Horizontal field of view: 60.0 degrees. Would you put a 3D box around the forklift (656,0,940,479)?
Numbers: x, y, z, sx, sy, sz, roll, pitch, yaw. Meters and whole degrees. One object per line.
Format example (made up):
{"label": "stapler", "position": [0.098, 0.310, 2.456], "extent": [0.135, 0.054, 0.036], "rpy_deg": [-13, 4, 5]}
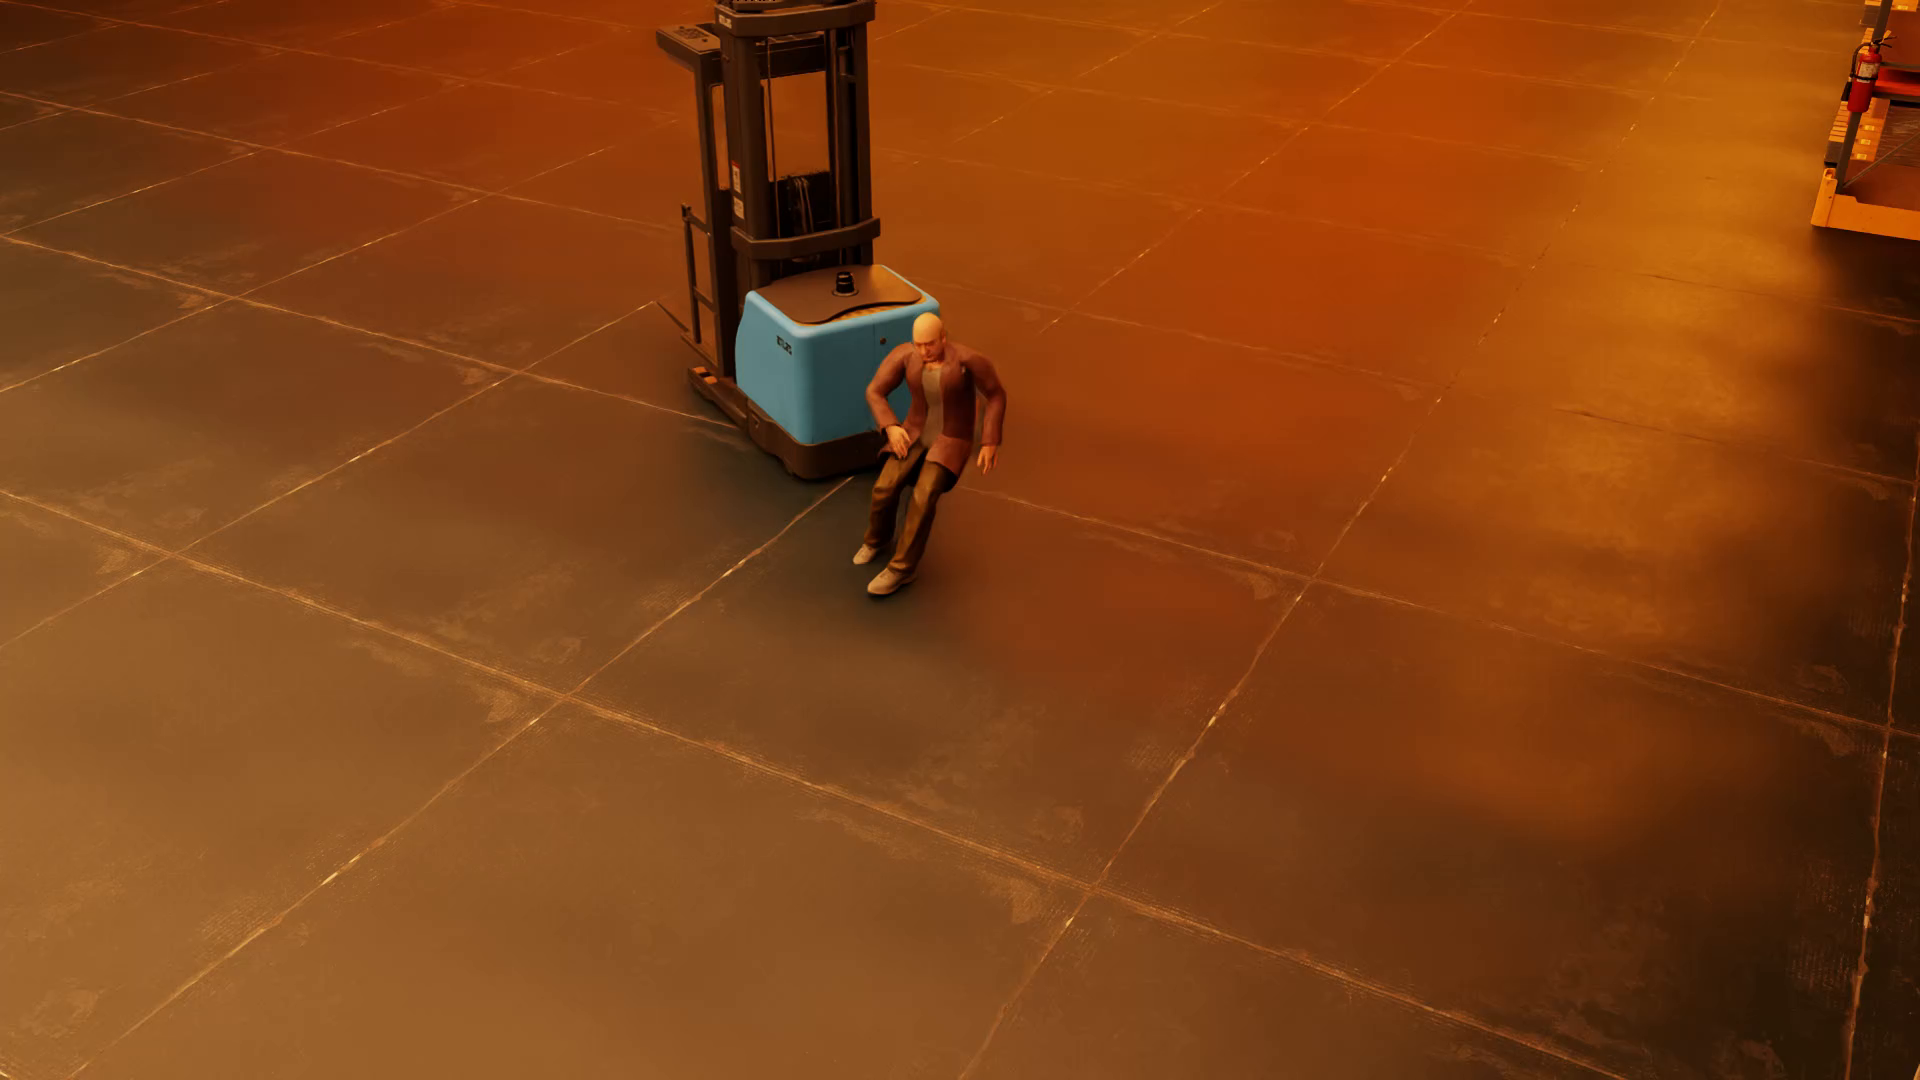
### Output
{"label": "forklift", "position": [-1.284, -2.358, 11.157], "extent": [1.130, 2.935, 3.031], "rpy_deg": [-16, 34, -26]}

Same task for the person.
{"label": "person", "position": [-0.230, -0.482, 9.413], "extent": [0.833, 1.565, 0.947], "rpy_deg": [8, 31, 14]}
